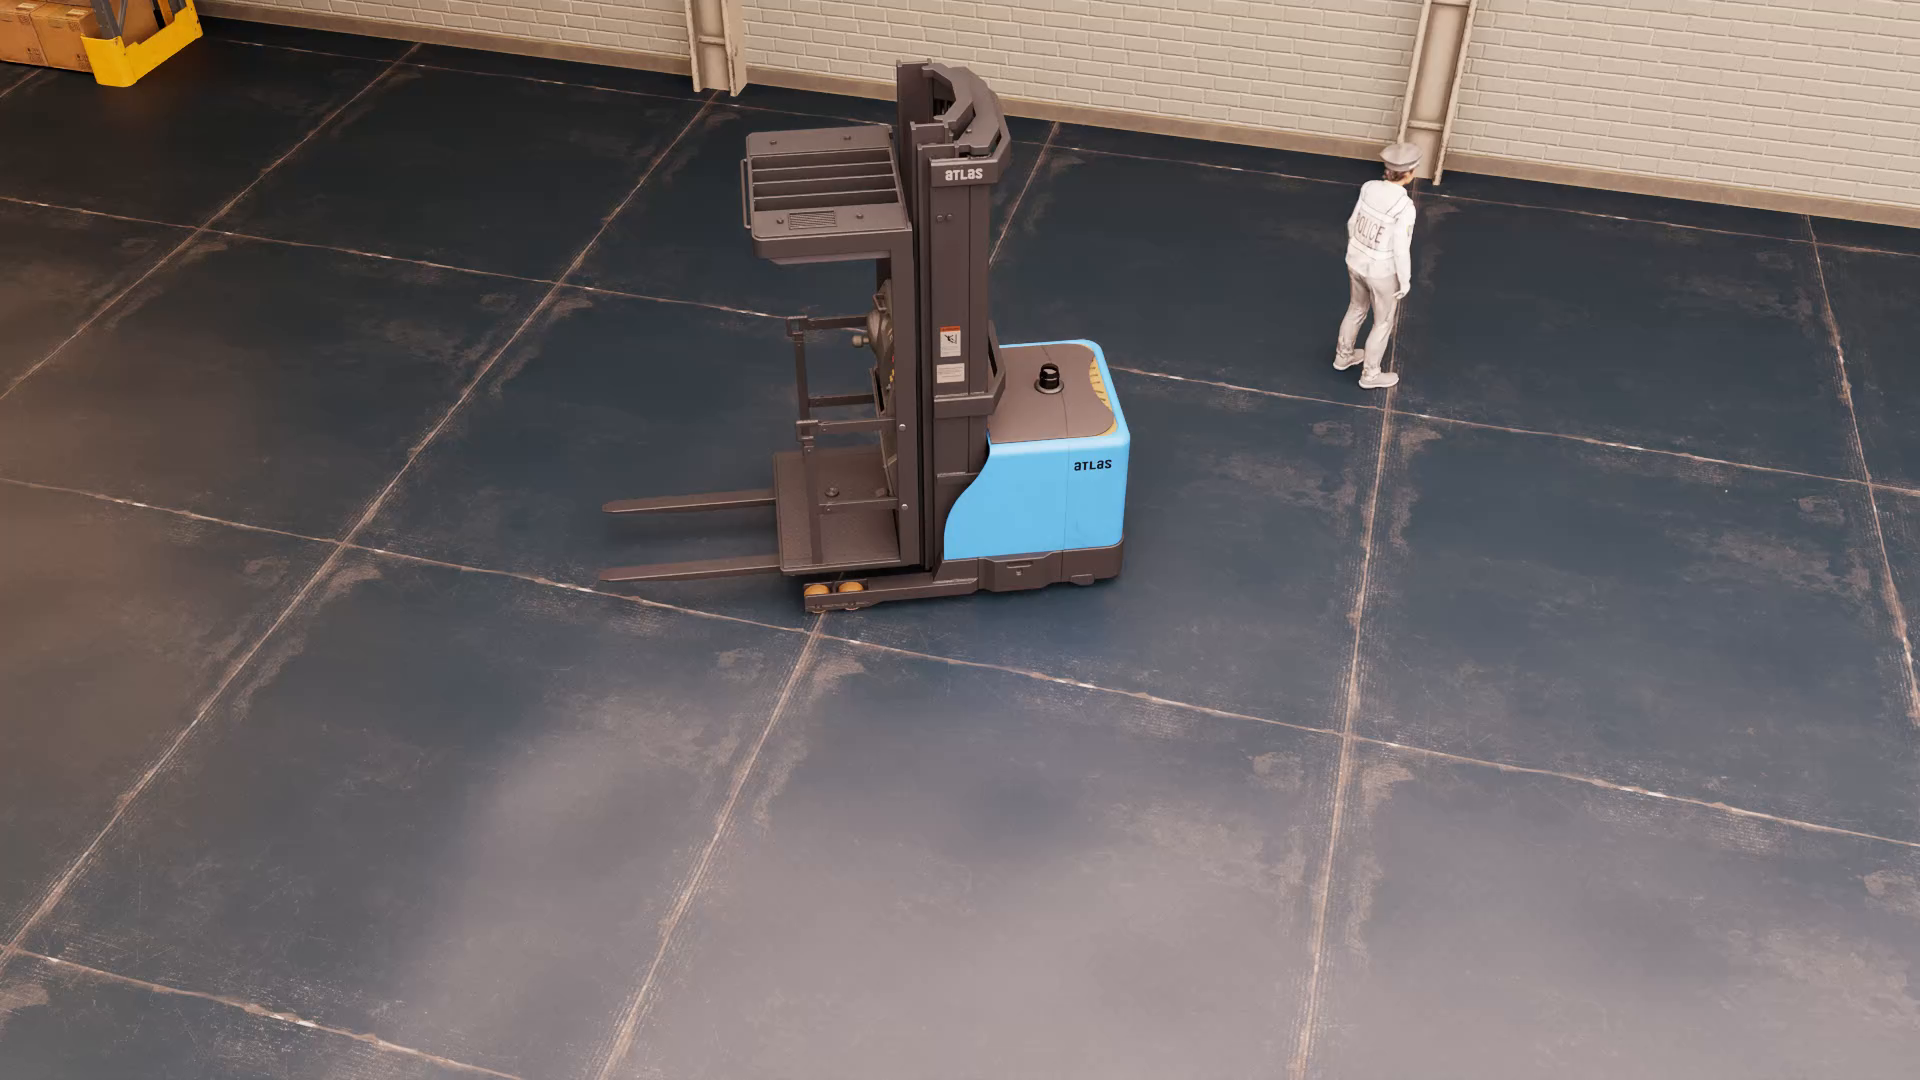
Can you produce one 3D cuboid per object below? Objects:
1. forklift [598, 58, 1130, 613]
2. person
[{"bbox_3d":[-0.604,-1.052,9.062,3.031,2.935,1.130,-5,41,-5],"label":"forklift"},{"bbox_3d":[2.724,-1.779,10.854,0.373,1.663,0.528,-22,46,-23],"label":"person"}]
